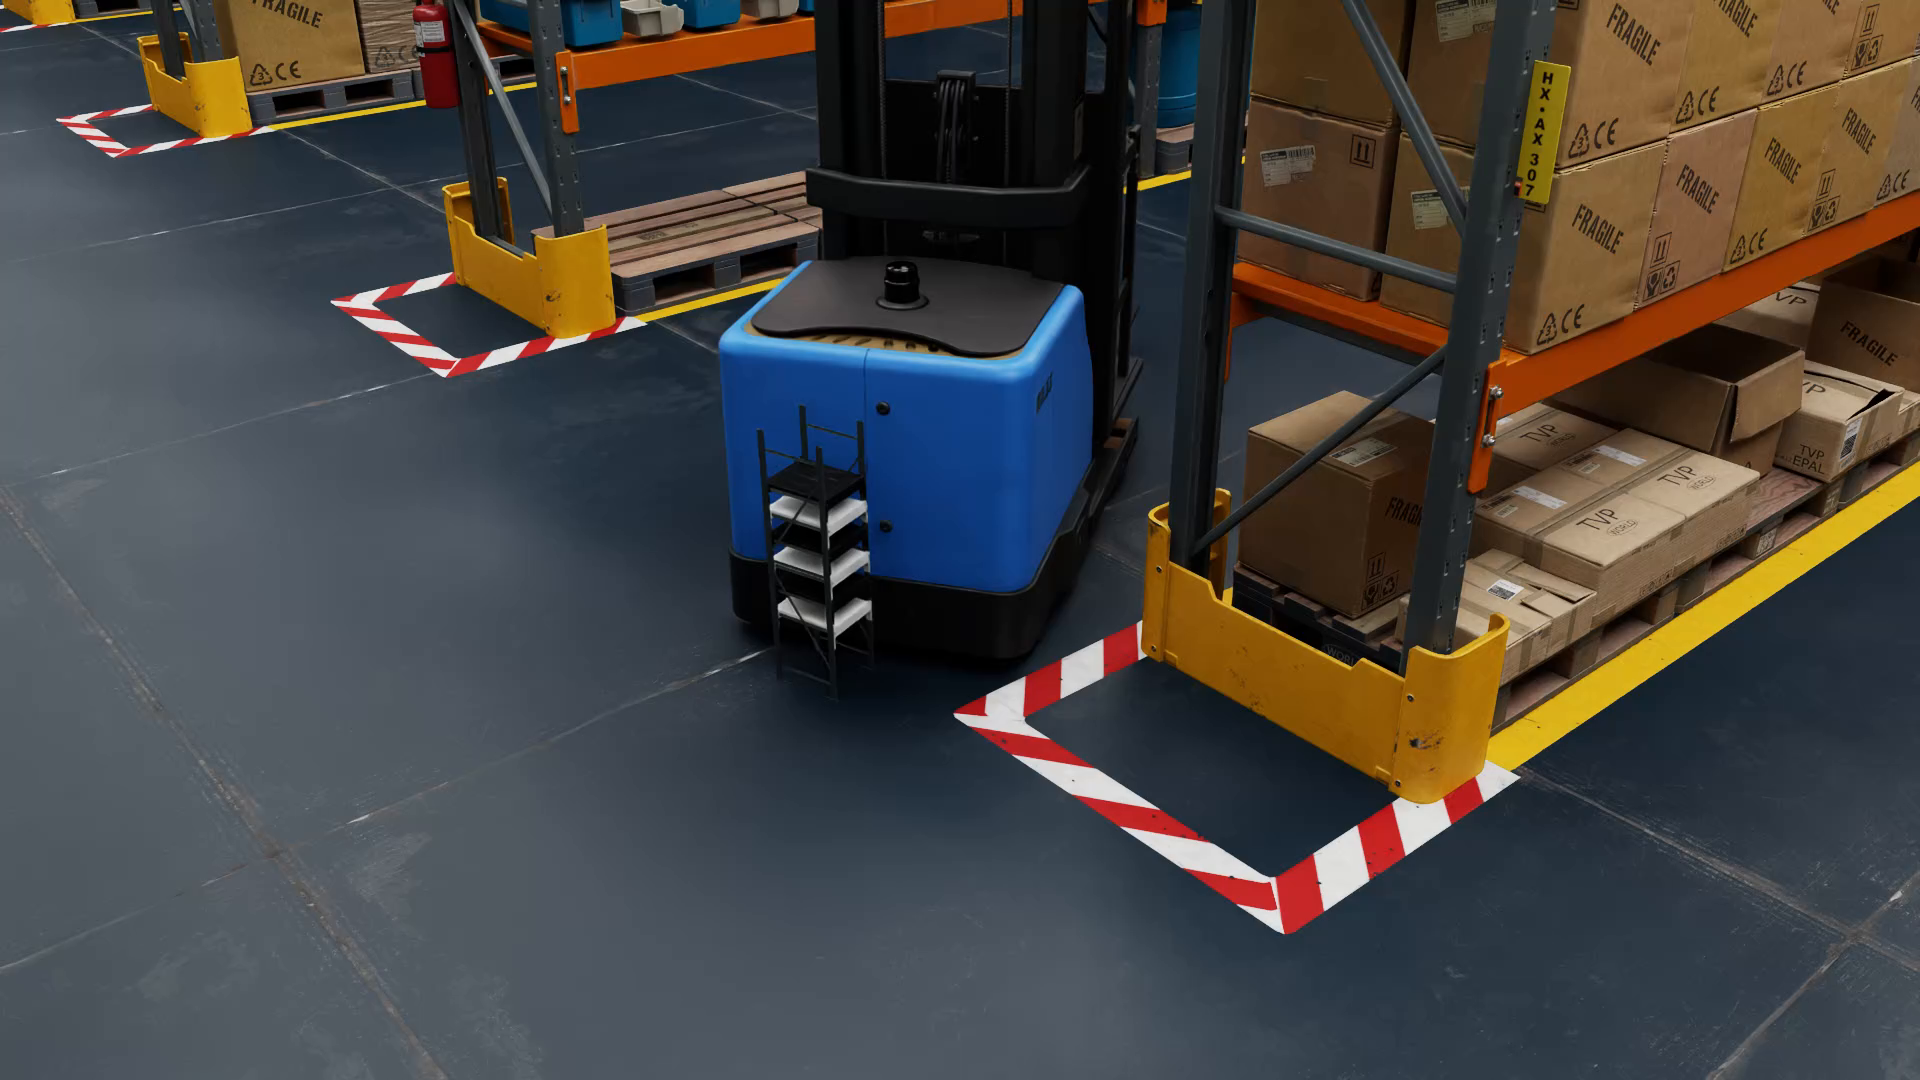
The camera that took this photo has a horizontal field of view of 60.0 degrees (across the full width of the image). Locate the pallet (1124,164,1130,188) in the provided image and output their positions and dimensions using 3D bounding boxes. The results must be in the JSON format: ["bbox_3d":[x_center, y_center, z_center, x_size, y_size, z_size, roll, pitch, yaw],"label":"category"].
[{"bbox_3d":[0.328,-2.316,10.359,1.213,0.211,1.003,-22,35,-35],"label":"pallet"}]

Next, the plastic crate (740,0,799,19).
[{"bbox_3d":[-0.966,-2.704,8.344,0.298,0.136,0.250,-22,35,-35],"label":"plastic crate"}]

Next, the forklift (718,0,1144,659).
[{"bbox_3d":[0.114,-1.587,6.109,1.130,2.935,3.031,7,29,14],"label":"forklift"}]

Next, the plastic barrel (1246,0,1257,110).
[{"bbox_3d":[1.826,-3.421,11.250,0.708,0.901,0.600,-22,35,-35],"label":"plastic barrel"}]

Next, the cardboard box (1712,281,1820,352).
[{"bbox_3d":[3.614,-0.964,7.258,0.500,0.311,0.500,-22,35,-35],"label":"cardboard box"}]

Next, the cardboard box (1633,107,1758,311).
[{"bbox_3d":[1.929,-1.028,4.886,0.500,0.500,0.500,-22,35,-35],"label":"cardboard box"}]

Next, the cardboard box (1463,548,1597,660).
[{"bbox_3d":[1.763,0.191,5.250,0.250,0.166,0.380,-22,35,-35],"label":"cardboard box"}]

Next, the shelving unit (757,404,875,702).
[{"bbox_3d":[-0.442,0.050,5.197,0.258,0.900,0.210,17,34,29],"label":"shelving unit"}]

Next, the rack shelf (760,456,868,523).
[{"bbox_3d":[-0.445,-0.157,5.081,0.258,0.077,0.200,17,34,29],"label":"rack shelf"}]

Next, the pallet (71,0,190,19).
[{"bbox_3d":[-7.839,-5.175,15.710,1.213,0.211,1.003,-22,35,-35],"label":"pallet"}]

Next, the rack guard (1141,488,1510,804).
[{"bbox_3d":[1.089,0.296,5.166,0.348,0.500,1.175,-22,35,-35],"label":"rack guard"}]

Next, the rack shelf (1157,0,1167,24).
[{"bbox_3d":[2.384,-4.079,11.463,4.000,0.370,1.077,-22,35,-35],"label":"rack shelf"}]

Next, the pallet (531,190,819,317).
[{"bbox_3d":[-1.528,-1.569,8.962,1.213,0.211,1.003,-22,35,-35],"label":"pallet"}]

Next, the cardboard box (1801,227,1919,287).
[{"bbox_3d":[4.264,-1.352,7.783,0.500,0.500,0.500,-22,35,-35],"label":"cardboard box"}]

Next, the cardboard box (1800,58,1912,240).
[{"bbox_3d":[2.694,-1.333,5.456,0.500,0.500,0.500,-21,35,-34],"label":"cardboard box"}]

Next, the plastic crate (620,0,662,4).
[{"bbox_3d":[-1.678,-2.785,8.495,0.243,0.136,0.396,-22,35,-35],"label":"plastic crate"}]

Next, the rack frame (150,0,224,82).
[{"bbox_3d":[-5.396,-4.337,11.182,0.127,3.000,1.000,-22,35,-35],"label":"rack frame"}]

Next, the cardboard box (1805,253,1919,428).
[{"bbox_3d":[3.825,-0.823,6.792,0.500,0.500,0.500,-22,35,-35],"label":"cardboard box"}]

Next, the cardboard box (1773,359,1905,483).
[{"bbox_3d":[3.254,-0.510,6.407,0.500,0.311,0.500,-22,35,-35],"label":"cardboard box"}]

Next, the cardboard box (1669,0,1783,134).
[{"bbox_3d":[1.933,-1.472,4.656,0.500,0.500,0.500,-21,35,-34],"label":"cardboard box"}]

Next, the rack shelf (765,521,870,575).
[{"bbox_3d":[-0.443,0.000,5.169,0.258,0.077,0.200,17,34,29],"label":"rack shelf"}]

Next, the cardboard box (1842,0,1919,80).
[{"bbox_3d":[2.702,-1.779,5.230,0.500,0.500,0.500,-22,35,-35],"label":"cardboard box"}]

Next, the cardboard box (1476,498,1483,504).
[{"bbox_3d":[1.651,-0.074,5.745,0.250,0.166,0.380,-22,35,-35],"label":"cardboard box"}]

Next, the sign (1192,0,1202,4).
[{"bbox_3d":[0.686,-1.639,4.570,0.005,0.325,0.100,-22,35,-35],"label":"sign"}]

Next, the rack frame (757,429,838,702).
[{"bbox_3d":[-0.497,0.092,5.123,0.240,0.900,0.006,17,34,29],"label":"rack frame"}]

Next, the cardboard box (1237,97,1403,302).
[{"bbox_3d":[1.195,-1.062,4.949,0.500,0.500,0.500,-21,34,-33],"label":"cardboard box"}]

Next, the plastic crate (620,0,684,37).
[{"bbox_3d":[-1.482,-2.497,7.955,0.298,0.136,0.250,-22,35,-35],"label":"plastic crate"}]

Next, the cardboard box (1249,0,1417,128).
[{"bbox_3d":[1.191,-1.503,4.713,0.500,0.500,0.500,-22,35,-35],"label":"cardboard box"}]

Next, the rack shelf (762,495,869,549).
[{"bbox_3d":[-0.444,-0.078,5.125,0.258,0.077,0.200,17,34,29],"label":"rack shelf"}]

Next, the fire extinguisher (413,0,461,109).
[{"bbox_3d":[-2.591,-2.479,8.184,0.183,0.674,0.296,-22,35,-35],"label":"fire extinguisher"}]

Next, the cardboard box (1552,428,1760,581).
[{"bbox_3d":[2.390,-0.135,5.771,0.500,0.250,0.500,-22,35,-35],"label":"cardboard box"}]

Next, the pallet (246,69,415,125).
[{"bbox_3d":[-4.838,-3.379,12.350,1.213,0.211,1.003,-22,35,-35],"label":"pallet"}]

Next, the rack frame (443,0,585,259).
[{"bbox_3d":[-2.181,-2.561,7.859,0.127,3.000,1.000,-22,35,-35],"label":"rack frame"}]

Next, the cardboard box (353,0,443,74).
[{"bbox_3d":[-4.268,-4.087,12.525,0.875,0.875,0.875,-22,35,-35],"label":"cardboard box"}]

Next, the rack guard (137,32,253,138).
[{"bbox_3d":[-5.414,-3.227,11.757,0.348,0.500,1.175,-22,35,-35],"label":"rack guard"}]

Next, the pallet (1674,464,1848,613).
[{"bbox_3d":[2.622,-0.192,6.386,1.213,0.211,1.003,-22,35,-35],"label":"pallet"}]
